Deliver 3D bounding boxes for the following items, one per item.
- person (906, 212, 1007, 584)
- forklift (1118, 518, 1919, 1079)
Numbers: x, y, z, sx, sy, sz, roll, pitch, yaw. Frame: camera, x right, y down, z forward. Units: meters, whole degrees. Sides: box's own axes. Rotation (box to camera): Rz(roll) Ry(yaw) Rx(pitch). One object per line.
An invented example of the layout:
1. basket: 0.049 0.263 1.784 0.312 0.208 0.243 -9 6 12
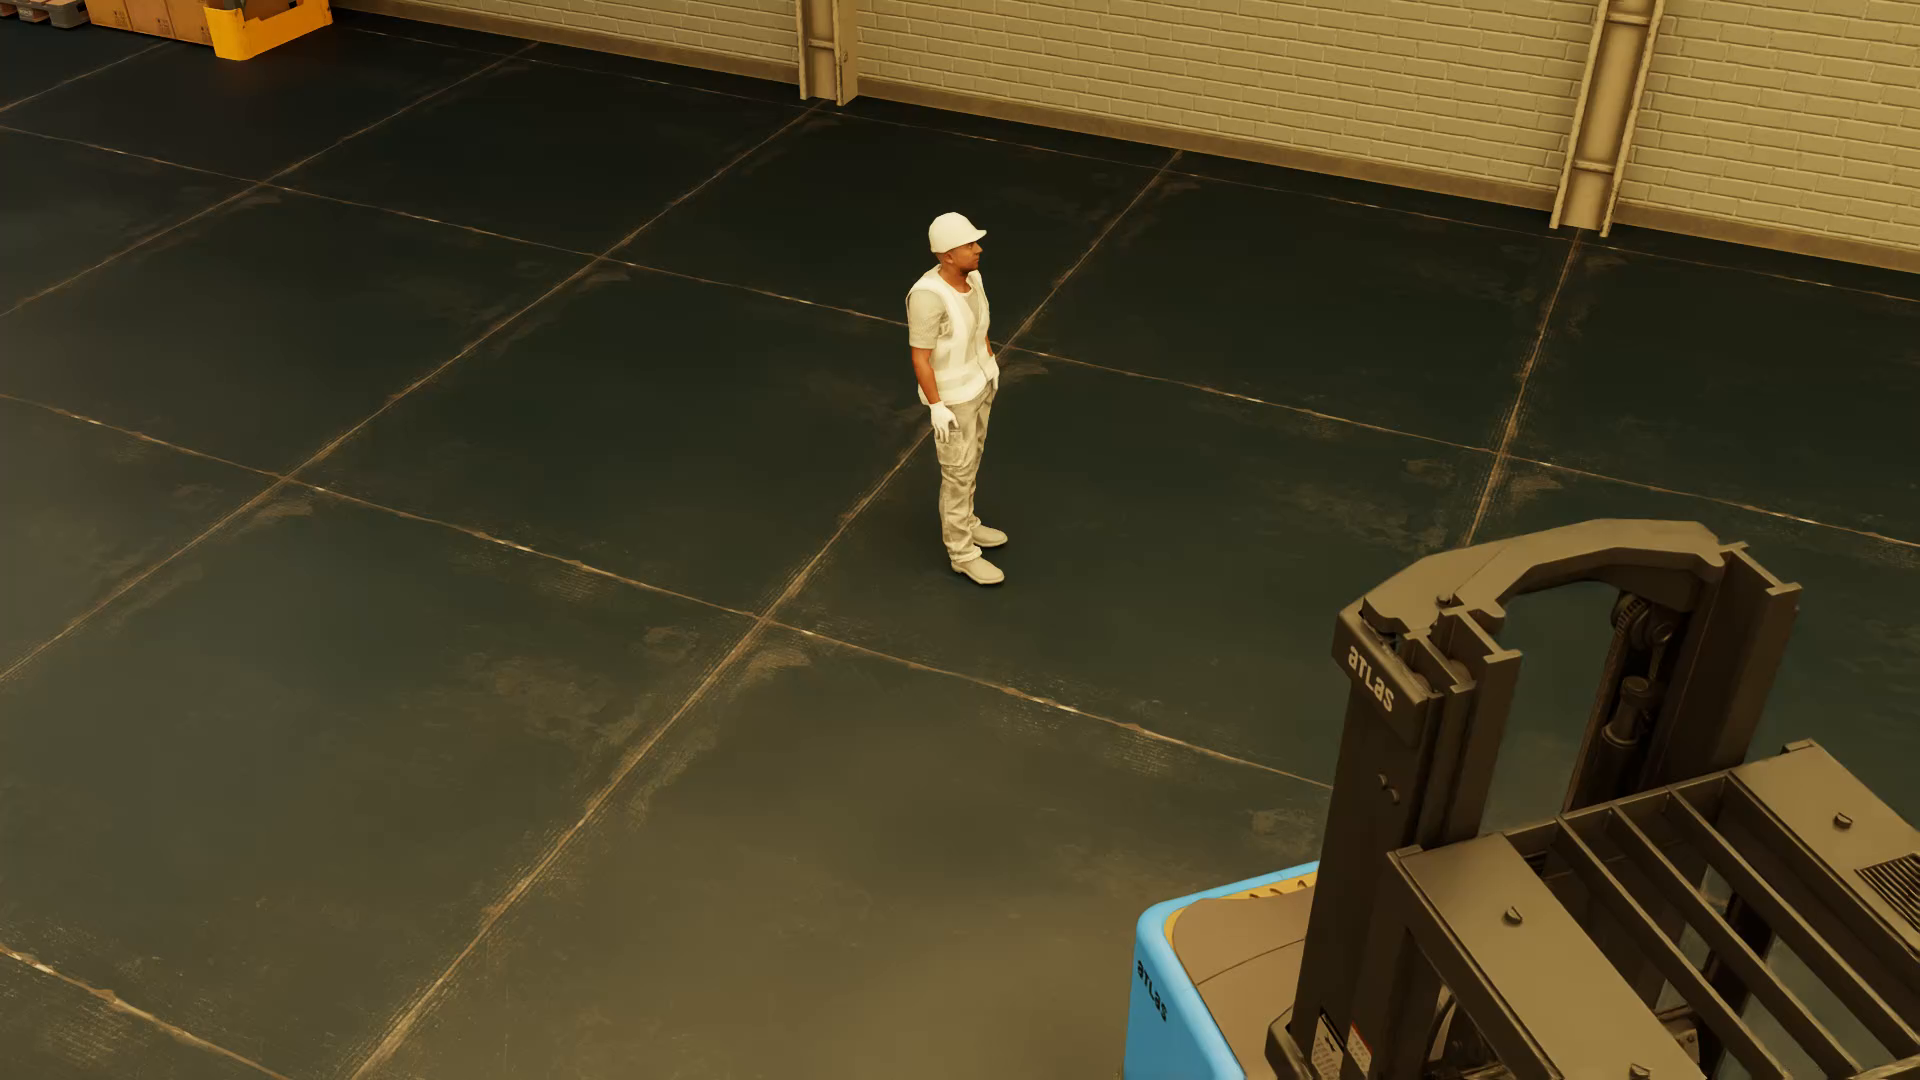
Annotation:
1. person: 0.063 -0.710 8.058 0.575 1.785 0.657 15 38 20
2. forklift: 1.488 1.545 3.921 1.130 2.935 3.031 -11 37 -15
